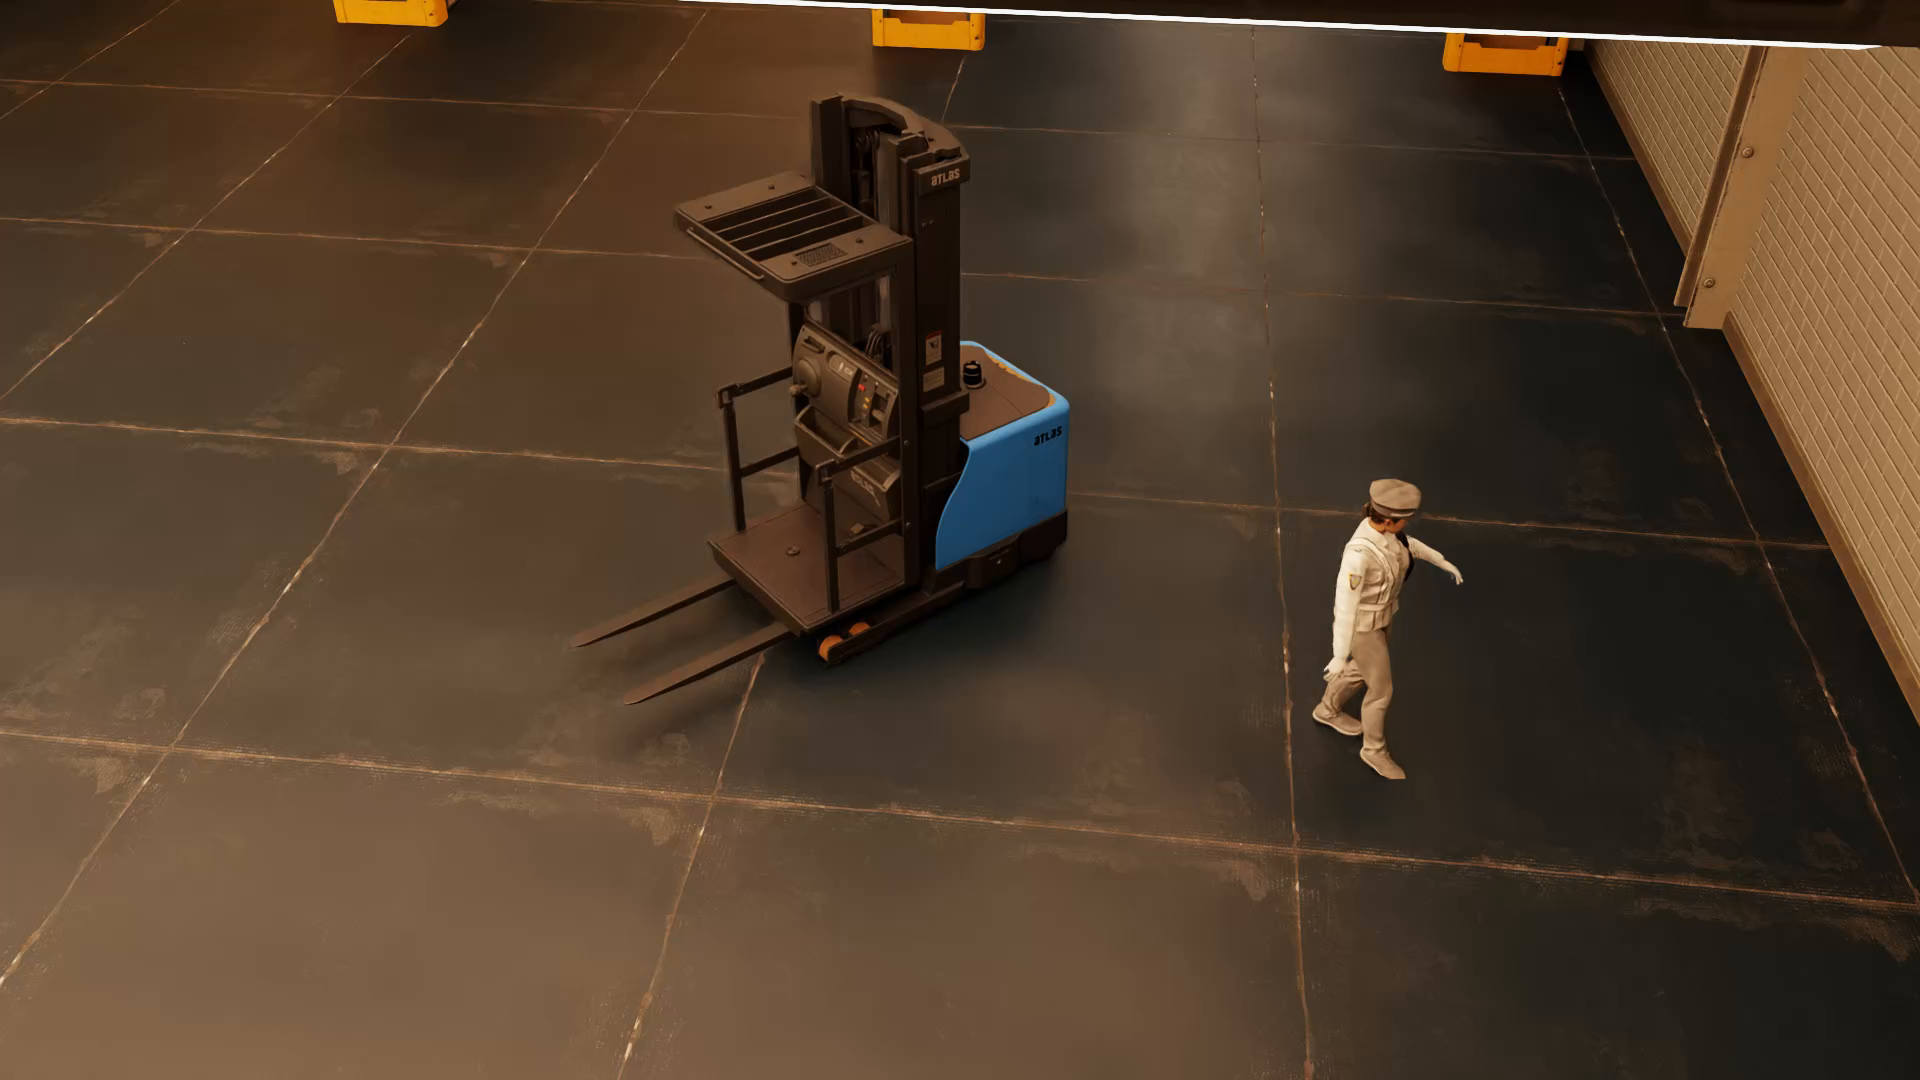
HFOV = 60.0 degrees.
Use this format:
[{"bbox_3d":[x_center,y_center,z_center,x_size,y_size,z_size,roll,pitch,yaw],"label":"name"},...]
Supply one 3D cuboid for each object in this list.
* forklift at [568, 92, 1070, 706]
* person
[{"bbox_3d":[-0.807,-0.823,9.147,3.031,2.935,1.130,-25,43,-30],"label":"forklift"},{"bbox_3d":[2.165,0.468,8.526,0.610,1.686,0.915,20,41,25],"label":"person"}]
